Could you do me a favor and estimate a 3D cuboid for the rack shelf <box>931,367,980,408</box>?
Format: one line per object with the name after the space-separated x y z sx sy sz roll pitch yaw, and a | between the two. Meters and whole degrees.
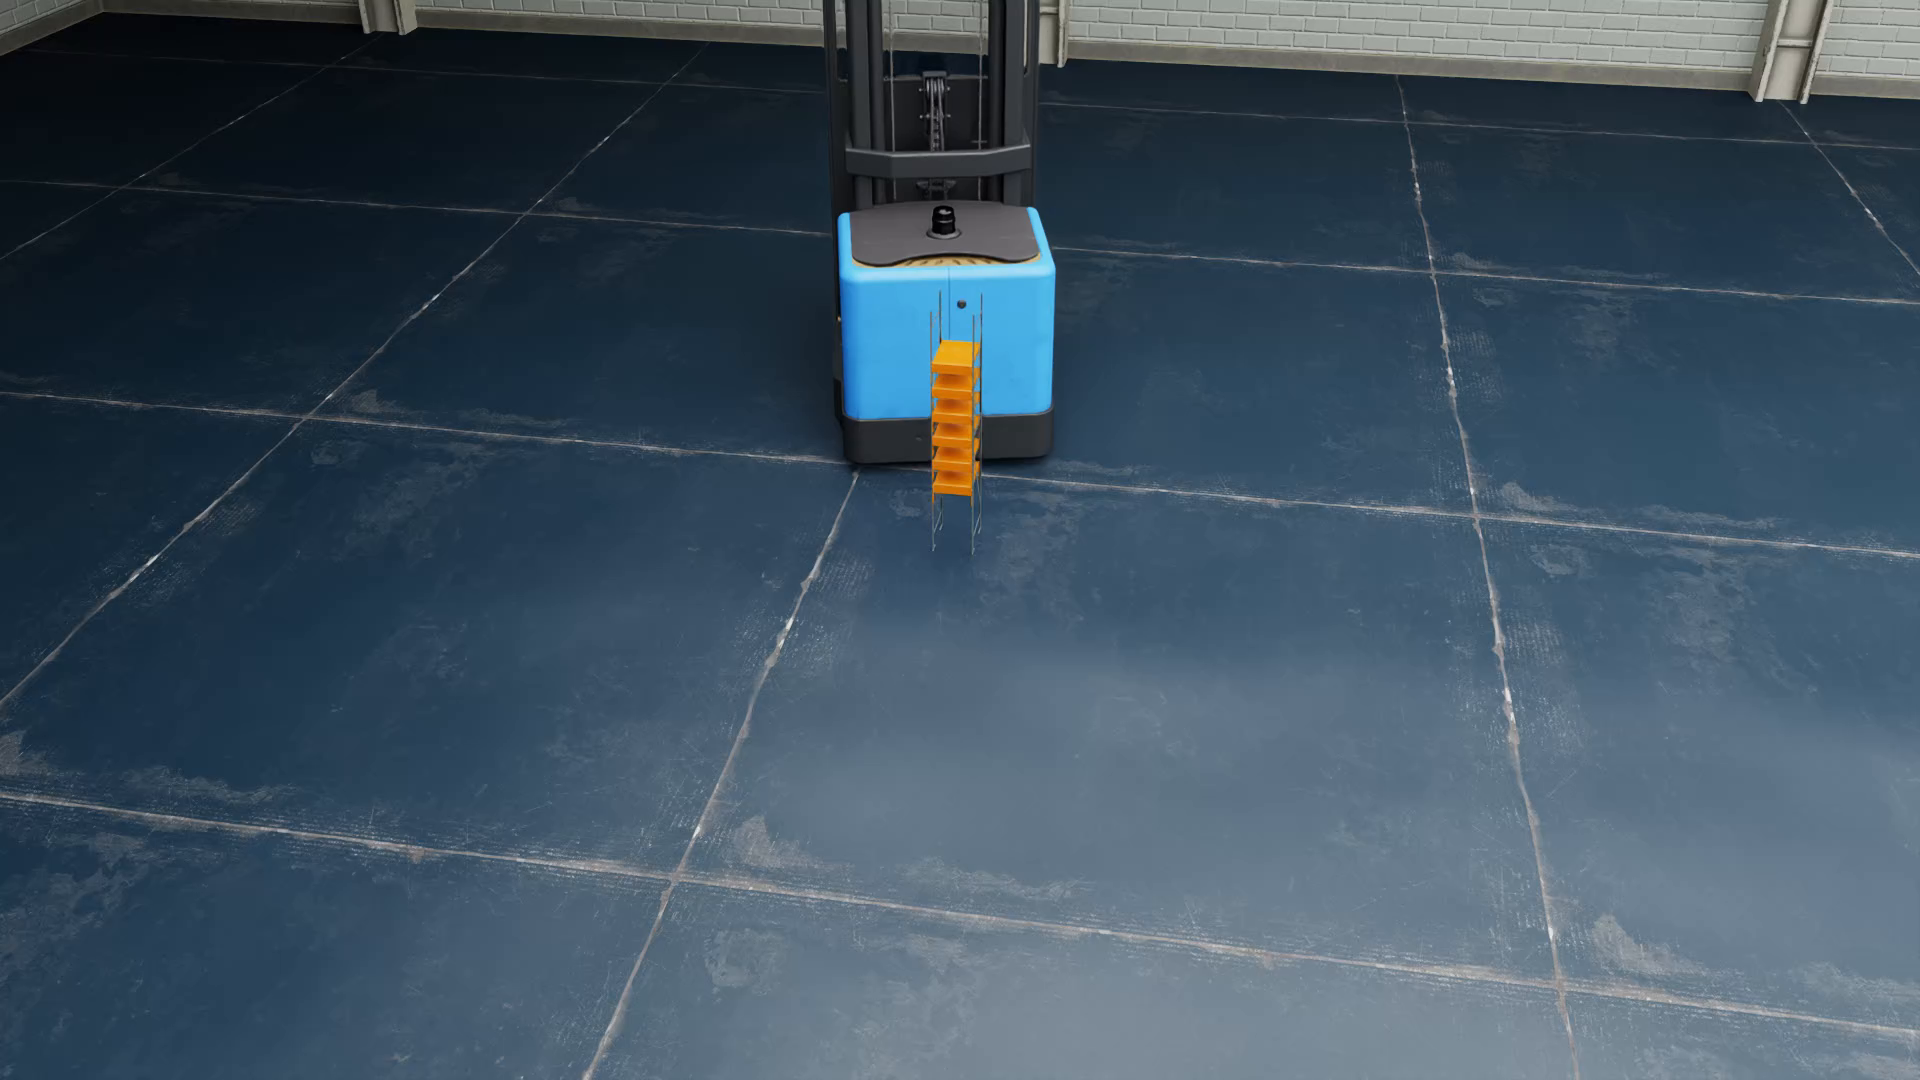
-0.014 -0.676 7.330 0.180 0.103 0.258 5 32 8 | rack shelf

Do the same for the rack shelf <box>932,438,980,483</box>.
-0.014 -0.370 7.521 0.180 0.103 0.258 5 32 8 | rack shelf

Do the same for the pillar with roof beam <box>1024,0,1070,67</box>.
-0.010 -5.697 8.370 0.400 9.000 9.100 5 32 8 | pillar with roof beam

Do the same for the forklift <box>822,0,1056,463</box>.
-0.163 -2.378 8.787 1.130 2.935 3.031 -2 32 -4 | forklift

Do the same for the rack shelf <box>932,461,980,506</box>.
-0.014 -0.269 7.585 0.180 0.103 0.258 5 32 8 | rack shelf

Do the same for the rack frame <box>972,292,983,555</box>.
0.076 -0.502 7.421 0.006 1.200 0.240 5 32 8 | rack frame

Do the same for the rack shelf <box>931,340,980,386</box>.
-0.014 -0.777 7.266 0.180 0.103 0.258 5 32 8 | rack shelf

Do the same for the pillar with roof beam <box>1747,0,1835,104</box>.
5.904 -5.161 7.514 0.400 9.000 9.100 5 32 8 | pillar with roof beam

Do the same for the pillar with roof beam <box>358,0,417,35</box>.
-5.925 -6.232 9.226 0.400 9.000 9.100 5 32 8 | pillar with roof beam

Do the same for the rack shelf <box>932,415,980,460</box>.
-0.014 -0.472 7.457 0.180 0.103 0.258 5 32 8 | rack shelf

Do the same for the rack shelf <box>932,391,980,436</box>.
-0.014 -0.574 7.394 0.180 0.103 0.258 5 32 8 | rack shelf

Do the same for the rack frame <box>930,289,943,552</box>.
-0.104 -0.518 7.447 0.006 1.200 0.240 5 32 8 | rack frame

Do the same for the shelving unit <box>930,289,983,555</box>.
-0.014 -0.510 7.434 0.189 1.200 0.258 5 32 8 | shelving unit
